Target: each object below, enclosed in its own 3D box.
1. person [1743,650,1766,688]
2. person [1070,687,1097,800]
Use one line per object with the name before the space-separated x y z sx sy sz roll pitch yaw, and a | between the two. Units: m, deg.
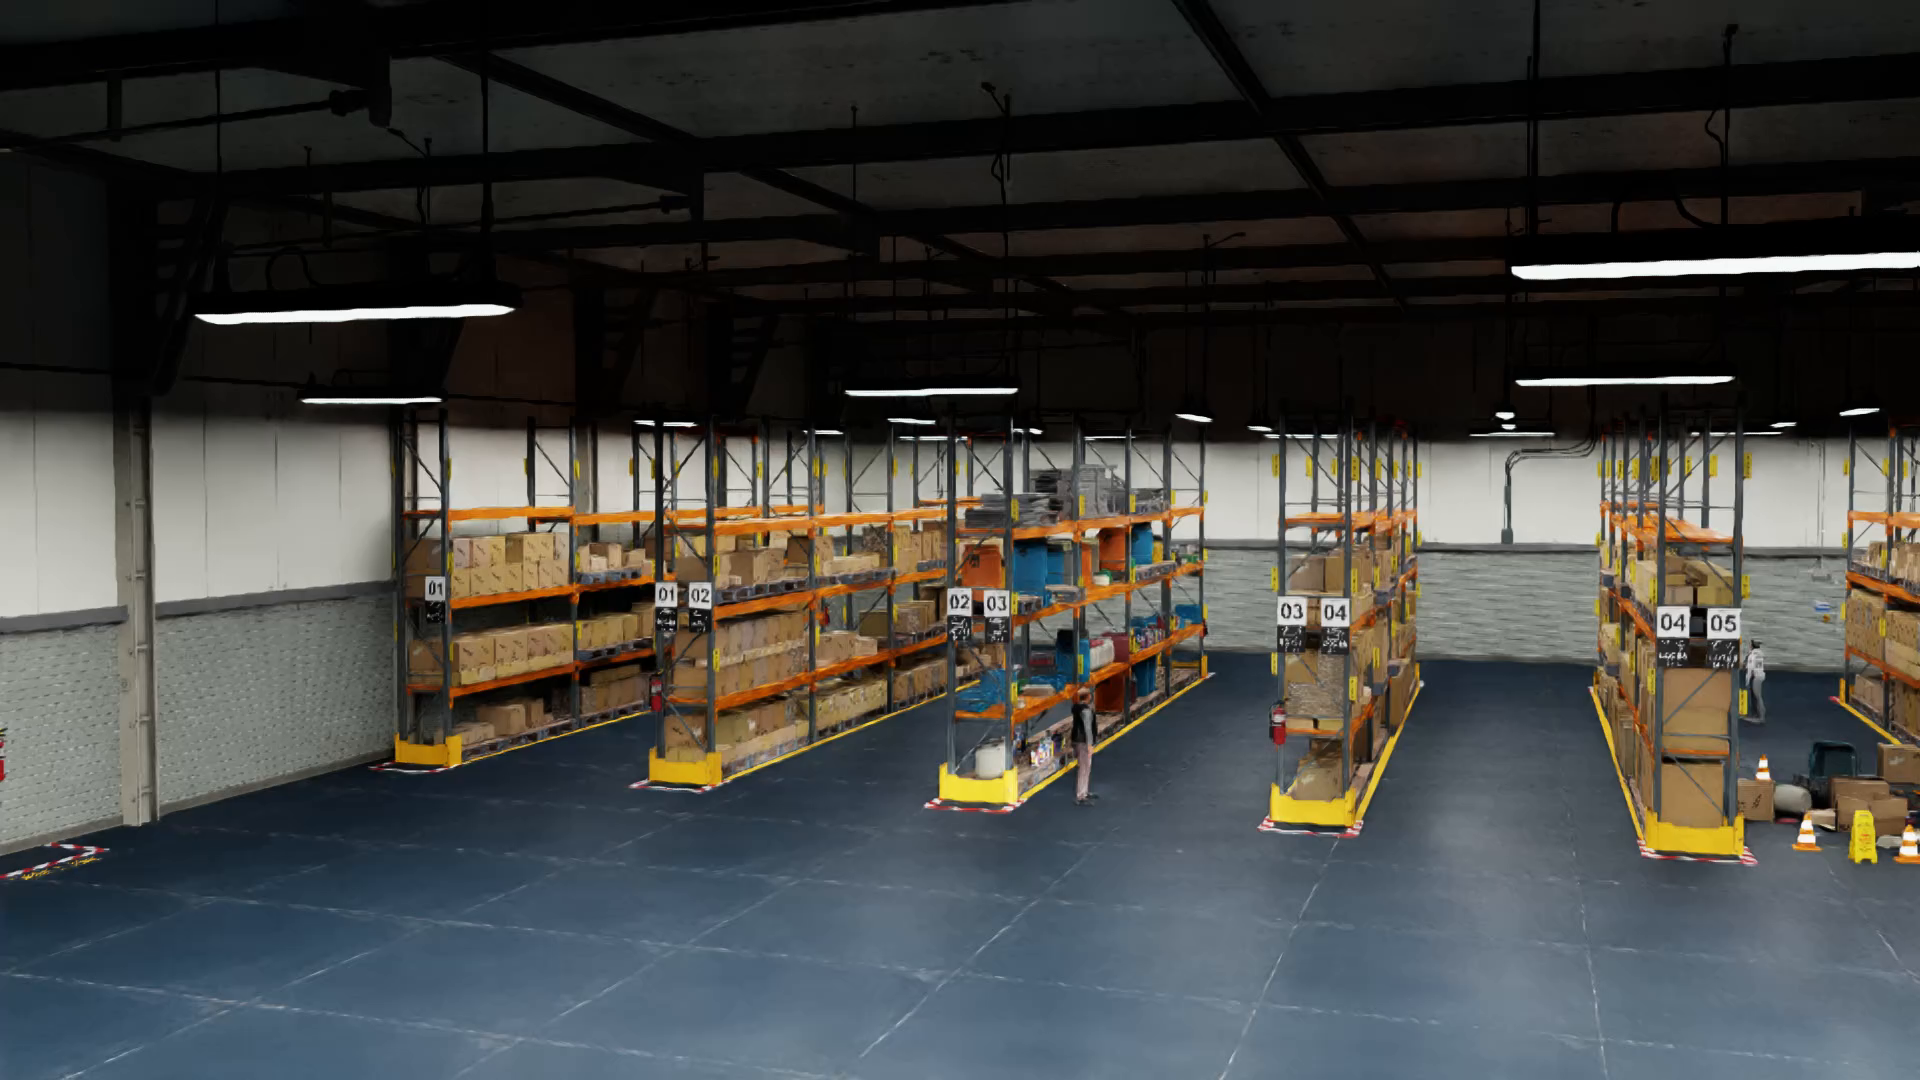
person | 15.667 2.542 32.741 0.550 0.736 0.362 -2 3 -45
person | 1.854 3.024 24.877 0.362 1.664 0.586 -1 3 -13
